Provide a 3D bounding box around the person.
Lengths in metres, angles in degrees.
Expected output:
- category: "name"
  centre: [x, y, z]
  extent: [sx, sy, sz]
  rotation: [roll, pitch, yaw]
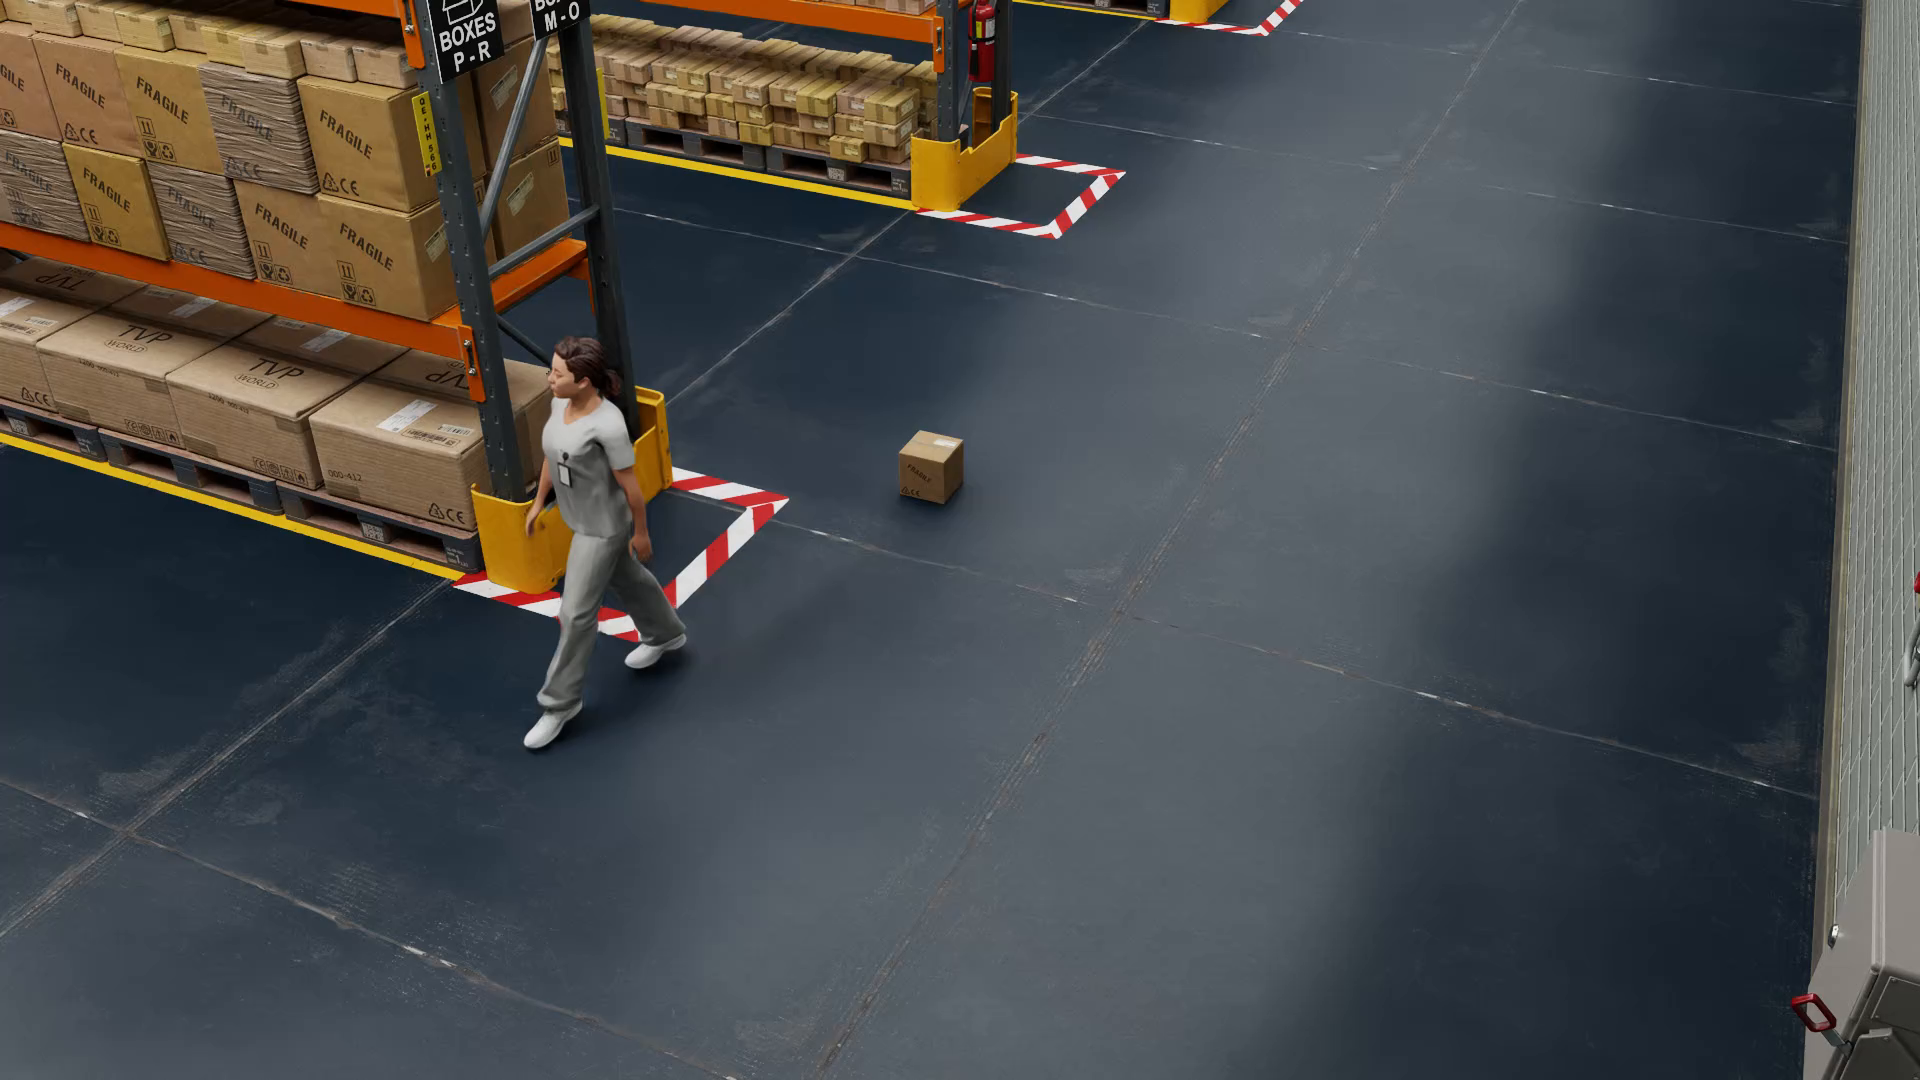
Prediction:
- category: "person"
  centre: [-1.558, -0.051, 6.748]
  extent: [0.890, 1.645, 0.482]
  rotation: [-24, 41, -31]
